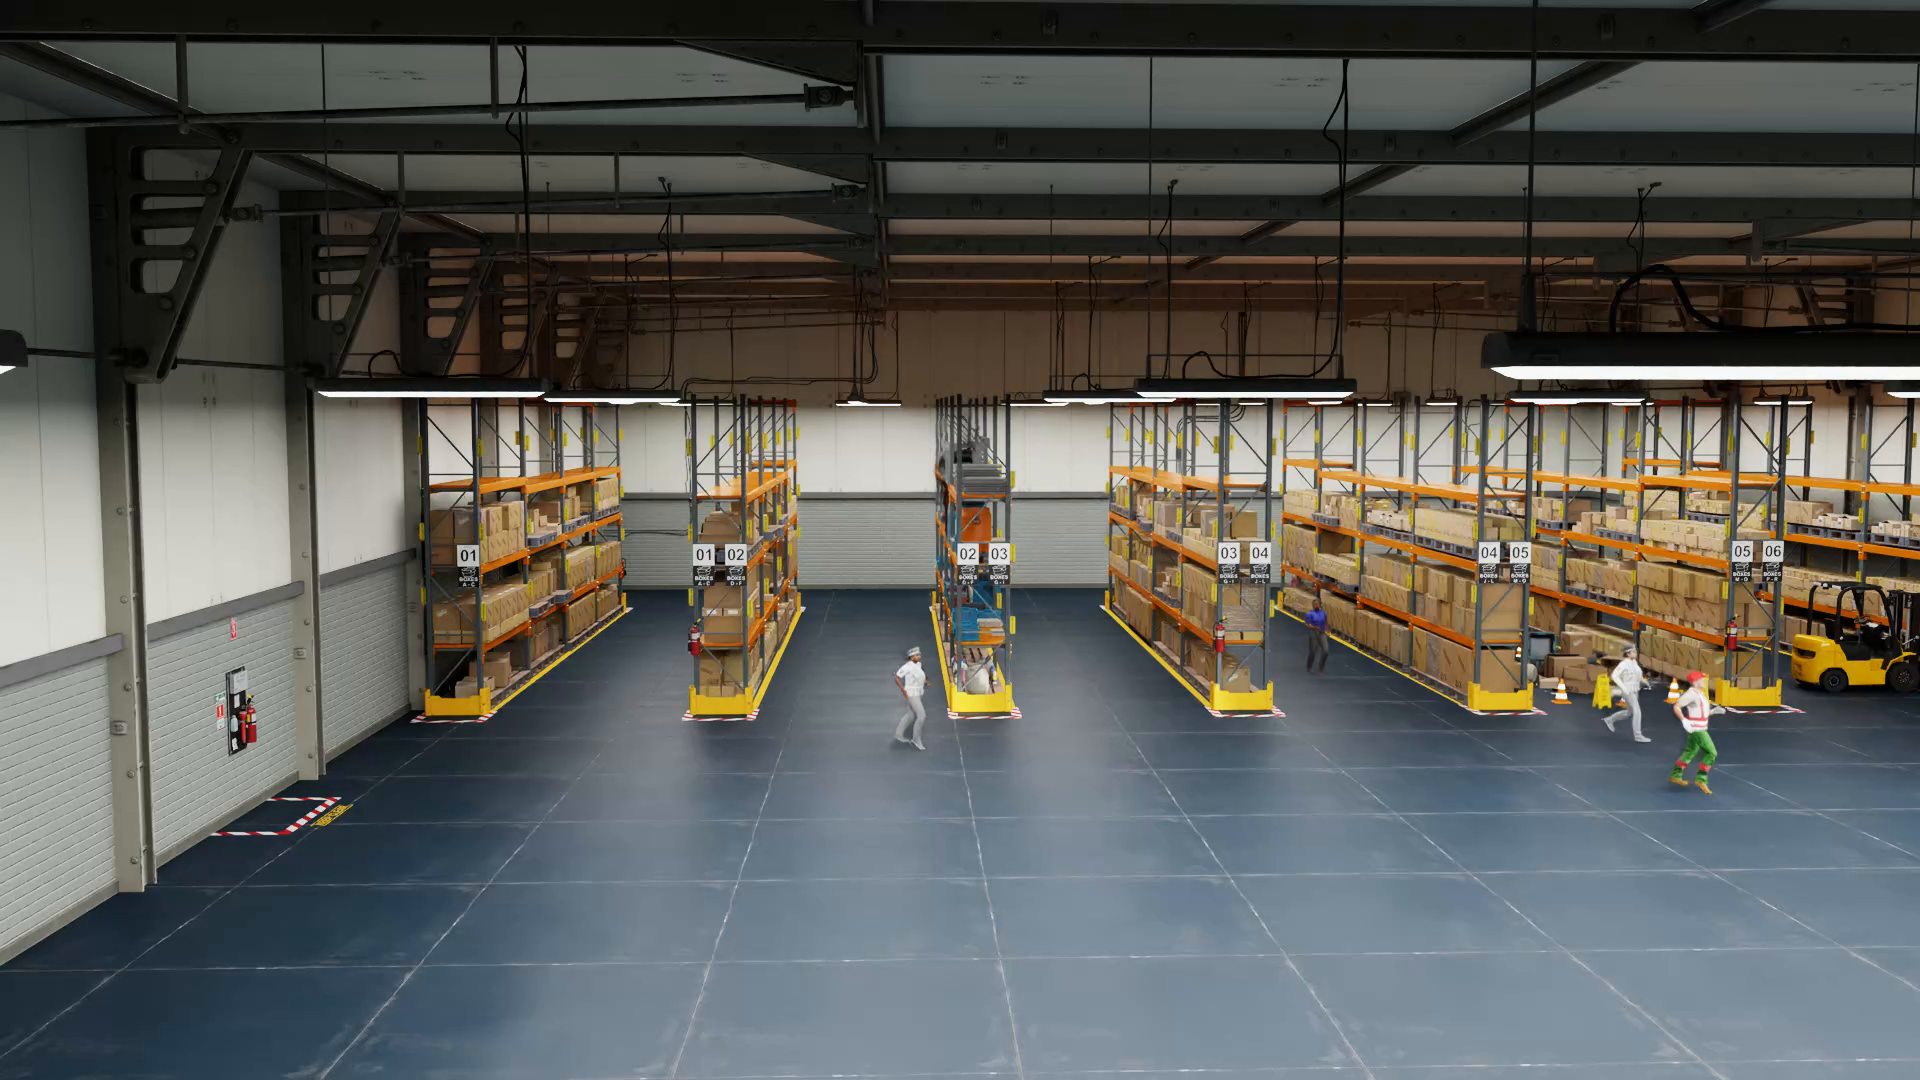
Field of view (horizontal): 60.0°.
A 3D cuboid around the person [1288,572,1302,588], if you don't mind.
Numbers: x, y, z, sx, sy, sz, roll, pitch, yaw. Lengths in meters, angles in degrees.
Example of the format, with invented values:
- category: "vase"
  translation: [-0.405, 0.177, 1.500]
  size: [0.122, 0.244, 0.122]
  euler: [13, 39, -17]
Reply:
- category: "person"
  translation: [9.923, 1.078, 48.737]
  size: [0.688, 1.638, 0.609]
  euler: [-1, 5, -13]

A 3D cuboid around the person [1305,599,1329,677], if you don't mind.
- category: "person"
  translation: [7.700, 2.114, 35.785]
  size: [0.581, 1.674, 0.734]
  euler: [-1, 5, -8]

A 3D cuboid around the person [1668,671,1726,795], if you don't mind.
- category: "person"
  translation: [11.027, 2.874, 24.876]
  size: [0.758, 1.839, 0.646]
  euler: [3, 5, 29]

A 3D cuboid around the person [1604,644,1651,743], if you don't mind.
- category: "person"
  translation: [11.541, 2.616, 28.716]
  size: [0.643, 1.670, 0.857]
  euler: [-4, 6, -43]

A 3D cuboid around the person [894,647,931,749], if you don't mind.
- category: "person"
  translation: [-0.809, 2.669, 28.193]
  size: [0.735, 1.761, 0.554]
  euler: [2, 5, 26]
